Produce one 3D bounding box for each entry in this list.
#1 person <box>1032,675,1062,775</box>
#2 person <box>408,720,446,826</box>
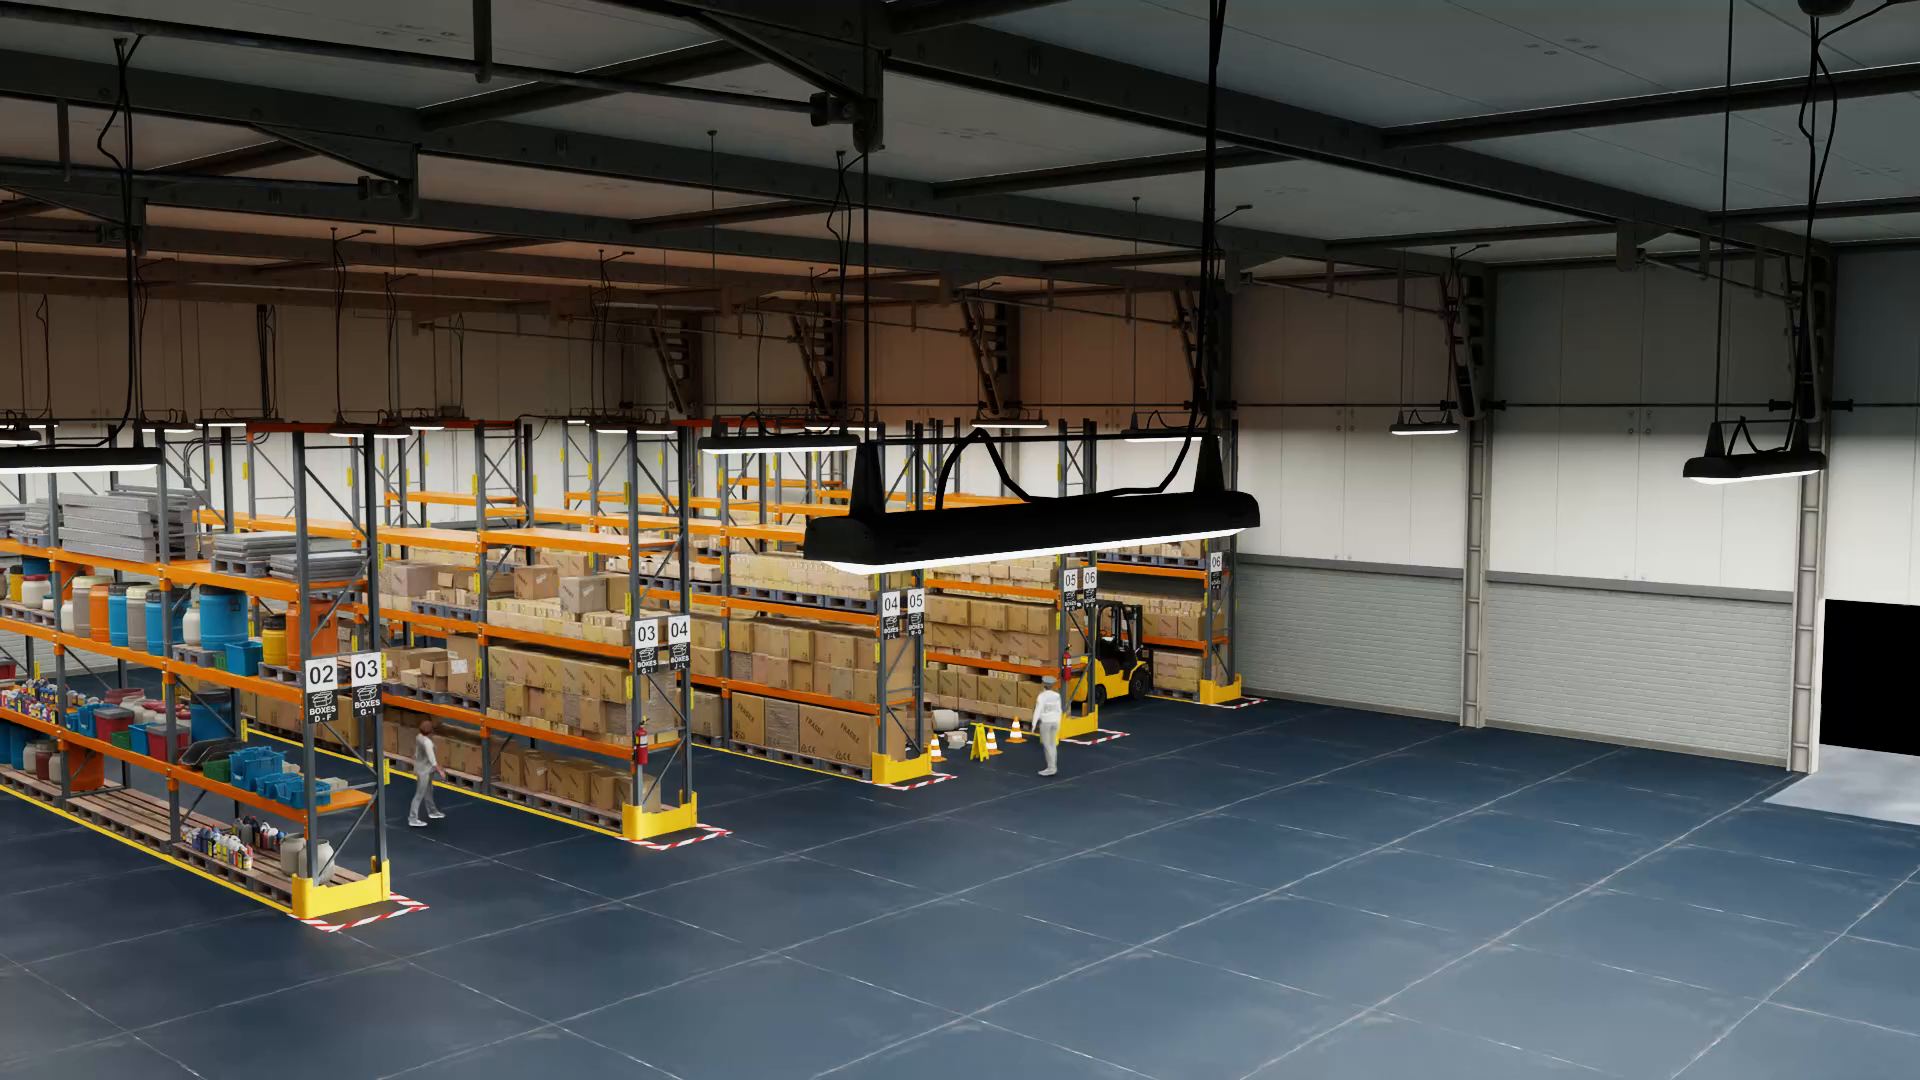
[{"bbox_3d":[1.492,3.179,28.425,0.556,1.720,0.404,-3,6,-36],"label":"person"},{"bbox_3d":[-8.072,3.496,25.136,0.598,1.588,0.604,-2,5,-26],"label":"person"}]
